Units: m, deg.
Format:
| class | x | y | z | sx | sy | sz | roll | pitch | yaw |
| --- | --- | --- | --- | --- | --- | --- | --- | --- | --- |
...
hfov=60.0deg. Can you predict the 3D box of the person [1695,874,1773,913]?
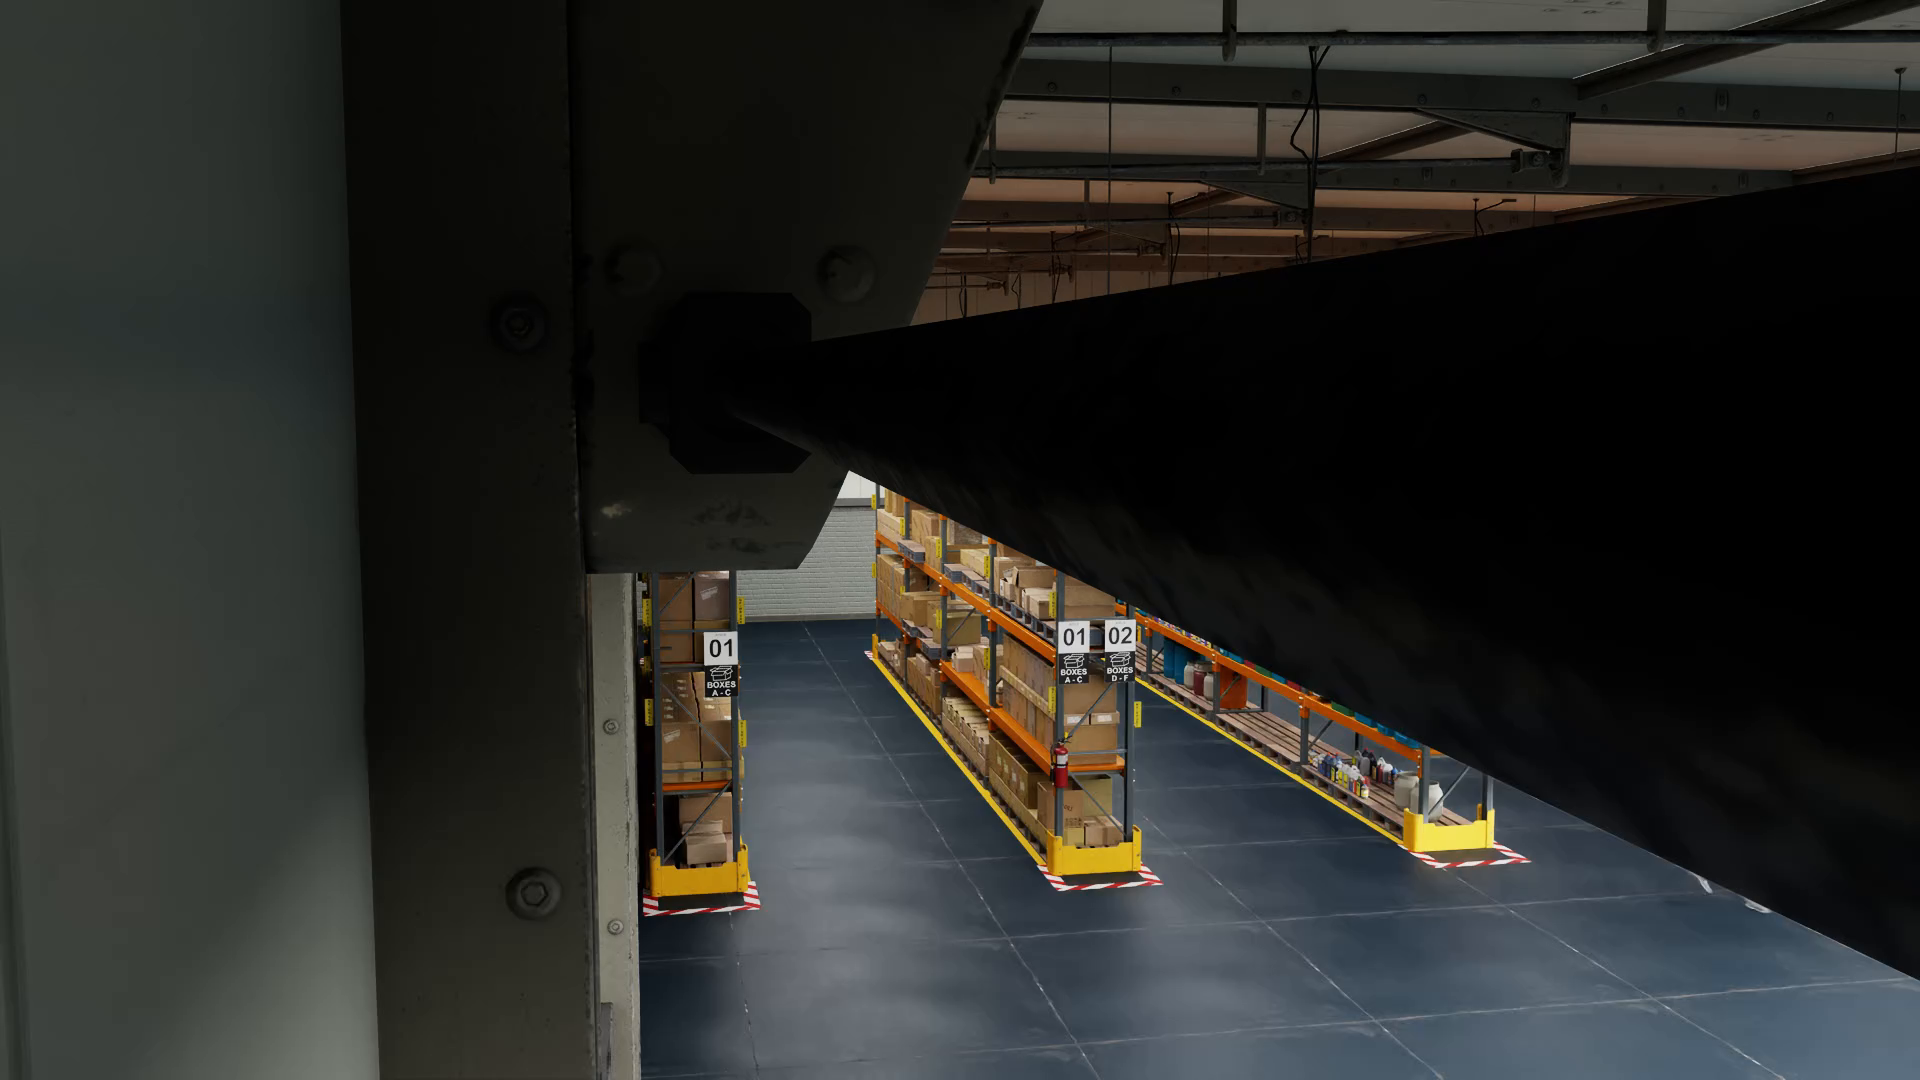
| class | x | y | z | sx | sy | sz | roll | pitch | yaw |
| --- | --- | --- | --- | --- | --- | --- | --- | --- | --- |
| person | 9.113 | 3.502 | 19.538 | 0.860 | 1.700 | 0.579 | 3 | 6 | 24 |
